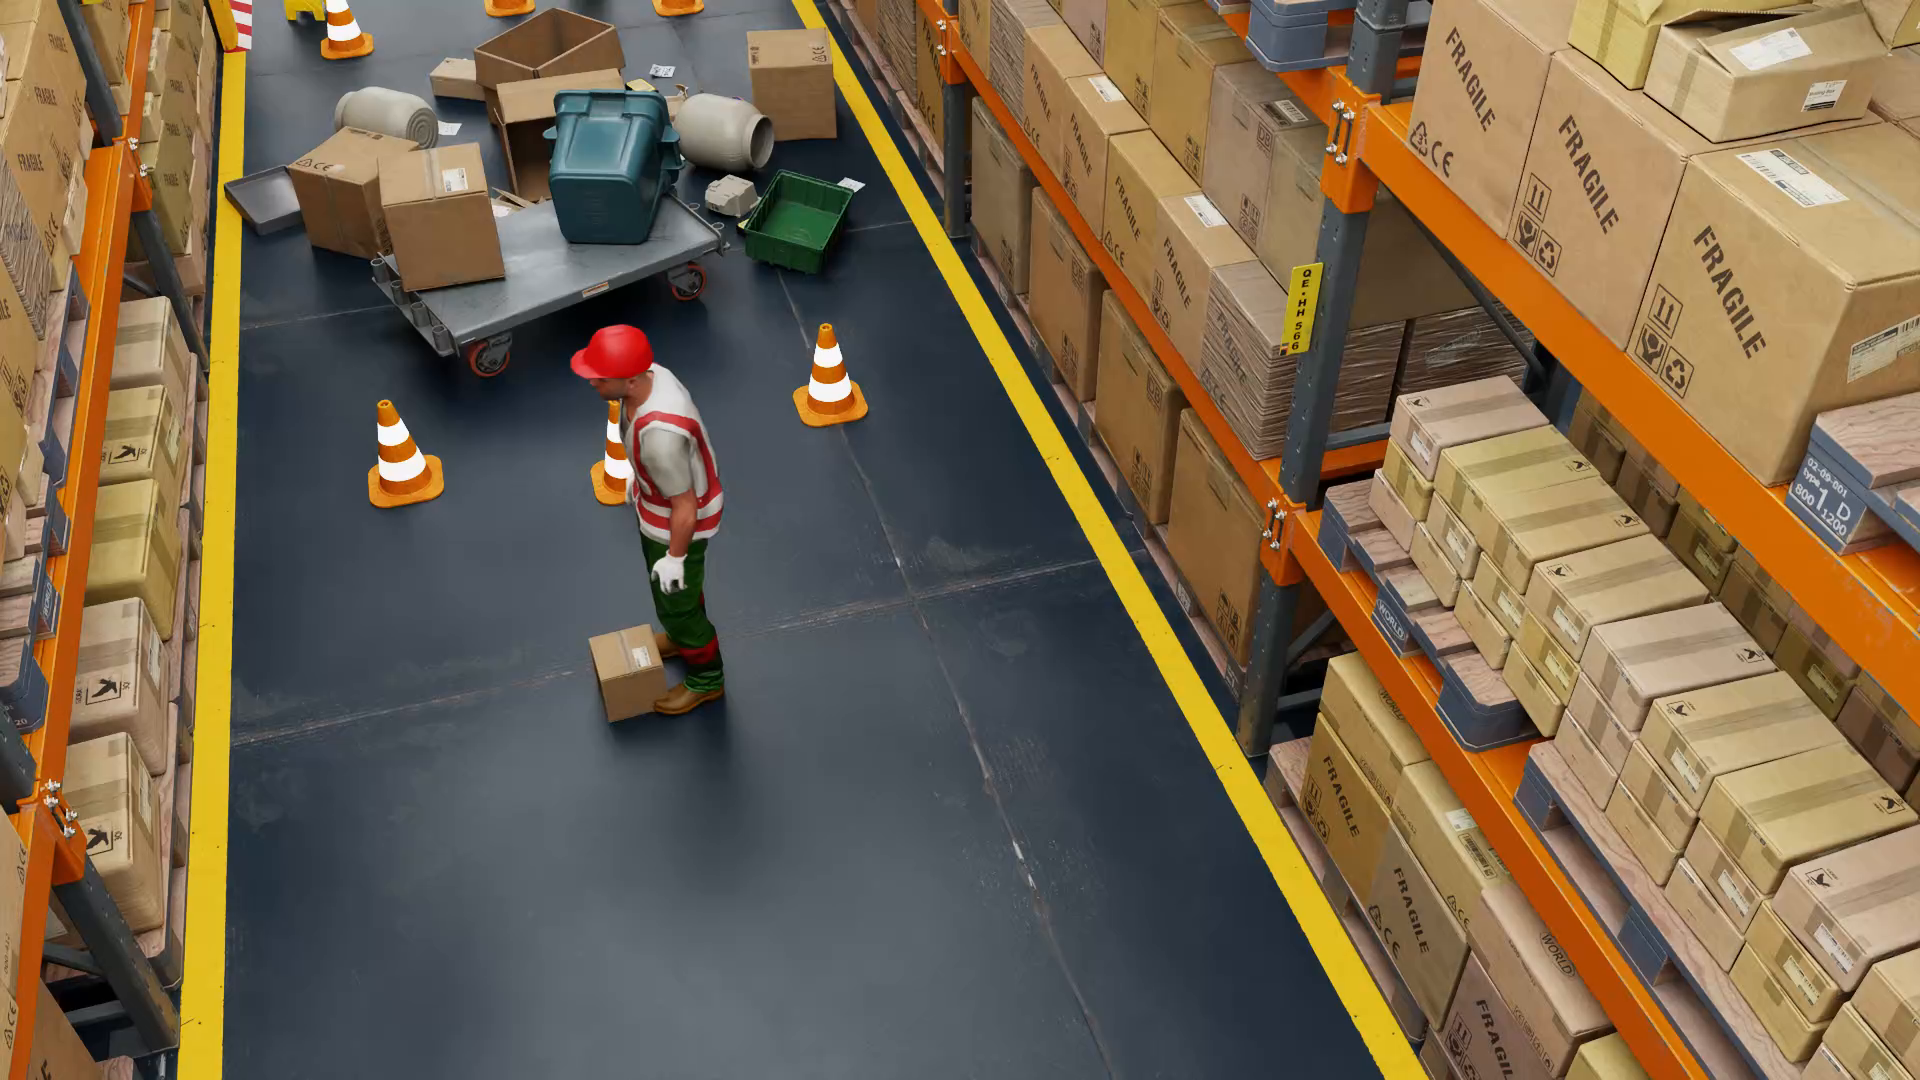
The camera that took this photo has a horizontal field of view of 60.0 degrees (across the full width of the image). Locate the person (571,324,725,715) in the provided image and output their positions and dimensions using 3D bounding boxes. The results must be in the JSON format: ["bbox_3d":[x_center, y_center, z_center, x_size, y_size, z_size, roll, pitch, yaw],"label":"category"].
[{"bbox_3d":[-1.118,-0.079,6.237,0.451,1.780,0.623,-13,43,-14],"label":"person"}]
